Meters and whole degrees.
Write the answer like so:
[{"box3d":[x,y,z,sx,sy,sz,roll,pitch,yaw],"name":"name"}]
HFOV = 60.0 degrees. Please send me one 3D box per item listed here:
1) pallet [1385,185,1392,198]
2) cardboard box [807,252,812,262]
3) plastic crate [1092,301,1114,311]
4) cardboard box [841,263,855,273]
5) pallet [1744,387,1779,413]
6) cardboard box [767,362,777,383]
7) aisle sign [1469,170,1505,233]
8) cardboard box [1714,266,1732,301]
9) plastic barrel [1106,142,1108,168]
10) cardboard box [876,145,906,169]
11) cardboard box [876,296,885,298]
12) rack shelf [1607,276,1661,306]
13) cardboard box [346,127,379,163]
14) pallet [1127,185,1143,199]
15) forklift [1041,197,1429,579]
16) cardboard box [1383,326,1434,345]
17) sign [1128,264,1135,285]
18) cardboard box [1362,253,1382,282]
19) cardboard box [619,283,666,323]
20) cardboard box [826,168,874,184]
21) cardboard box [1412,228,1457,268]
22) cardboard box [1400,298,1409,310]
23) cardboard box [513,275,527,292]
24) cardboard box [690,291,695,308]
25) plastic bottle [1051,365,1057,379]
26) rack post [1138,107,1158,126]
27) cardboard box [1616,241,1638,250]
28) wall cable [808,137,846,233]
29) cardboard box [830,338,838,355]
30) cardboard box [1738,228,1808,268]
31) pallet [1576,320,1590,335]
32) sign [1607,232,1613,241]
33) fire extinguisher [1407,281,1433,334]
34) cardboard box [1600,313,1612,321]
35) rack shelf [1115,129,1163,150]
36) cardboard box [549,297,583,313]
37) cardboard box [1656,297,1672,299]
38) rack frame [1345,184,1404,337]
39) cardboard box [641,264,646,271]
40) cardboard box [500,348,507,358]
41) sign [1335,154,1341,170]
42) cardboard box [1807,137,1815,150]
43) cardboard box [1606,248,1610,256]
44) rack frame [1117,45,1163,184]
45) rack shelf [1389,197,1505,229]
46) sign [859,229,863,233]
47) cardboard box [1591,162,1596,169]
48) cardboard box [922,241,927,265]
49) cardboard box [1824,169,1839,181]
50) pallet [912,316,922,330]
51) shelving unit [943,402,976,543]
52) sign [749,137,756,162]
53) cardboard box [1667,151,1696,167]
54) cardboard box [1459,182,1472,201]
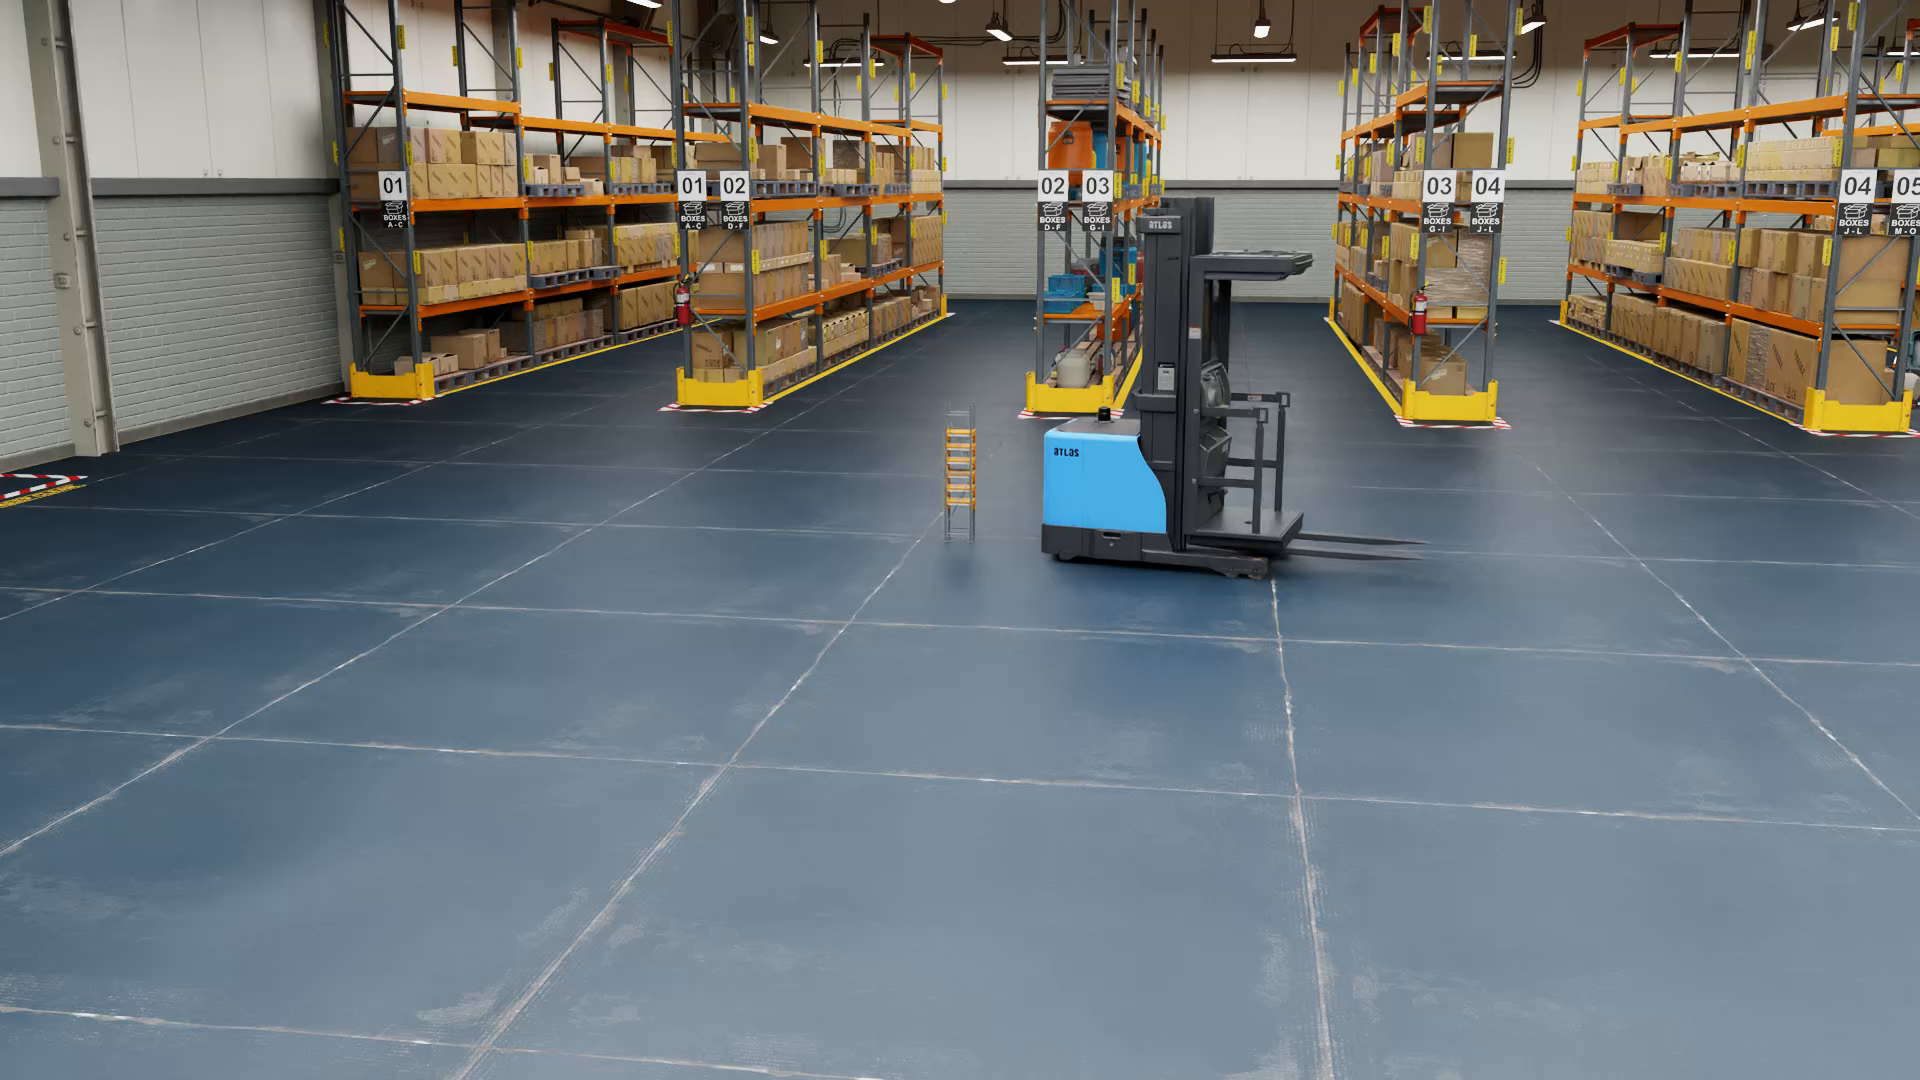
[{"box3d":[7.243,-5.389,25.707,1.213,0.211,1.003,2,12,9],"name":"pallet"},{"box3d":[-2.575,-4.514,26.542,0.380,0.149,0.250,2,12,9],"name":"cardboard box"},{"box3d":[1.989,-3.265,23.148,0.298,0.136,0.250,2,12,9],"name":"plastic crate"},{"box3d":[-2.229,-4.926,30.444,0.500,0.311,0.500,3,12,12],"name":"cardboard box"},{"box3d":[11.549,-1.934,22.969,1.003,0.211,1.213,2,12,9],"name":"pallet"},{"box3d":[-2.985,-2.449,24.266,0.500,0.250,0.500,2,12,9],"name":"cardboard box"},{"box3d":[6.715,-4.305,21.180,0.394,0.787,0.004,2,12,9],"name":"aisle sign"},{"box3d":[11.744,-3.874,25.113,0.500,0.500,0.500,2,12,8],"name":"cardboard box"},{"box3d":[2.113,-6.011,26.954,0.600,0.901,0.600,0,12,0],"name":"plastic barrel"},{"box3d":[-1.477,-7.983,34.687,0.700,0.500,0.500,2,12,9],"name":"cardboard box"},{"box3d":[-1.830,-4.777,34.430,0.500,0.500,0.500,1,12,6],"name":"cardboard box"},{"box3d":[12.851,-4.605,30.451,1.077,0.370,4.000,2,12,9],"name":"rack shelf"},{"box3d":[-8.447,-5.651,23.815,0.500,0.500,0.500,2,12,11],"name":"cardboard box"},{"box3d":[2.134,-5.271,25.160,1.213,0.211,1.003,2,12,9],"name":"pallet"},{"box3d":[2.243,-1.249,13.334,3.031,2.935,1.130,5,13,20],"name":"forklift"},{"box3d":[7.336,-3.225,27.228,0.700,0.500,0.500,1,12,4],"name":"cardboard box"},{"box3d":[2.691,-4.166,26.045,0.100,0.325,0.005,2,12,9],"name":"sign"},{"box3d":[7.489,-4.882,29.790,0.500,0.500,0.500,2,12,10],"name":"cardboard box"},{"box3d":[-6.515,-4.866,34.060,0.750,0.750,0.750,2,12,10],"name":"cardboard box"},{"box3d":[-2.096,-6.651,30.879,0.910,0.500,0.500,2,12,9],"name":"cardboard box"},{"box3d":[6.268,-3.863,21.980,0.500,0.500,0.500,2,12,9],"name":"cardboard box"},{"box3d":[6.395,-3.316,23.357,0.380,0.149,0.250,2,12,9],"name":"cardboard box"},{"box3d":[-7.414,-4.199,27.168,0.500,0.250,0.500,2,12,9],"name":"cardboard box"},{"box3d":[-6.194,-5.172,36.310,0.700,0.500,0.500,2,12,9],"name":"cardboard box"},{"box3d":[1.383,-2.461,24.392,0.097,0.201,0.097,0,12,0],"name":"plastic bottle"},{"box3d":[3.194,-7.978,31.341,0.937,0.300,0.954,3,13,15],"name":"rack post"},{"box3d":[12.524,-5.516,31.157,0.380,0.149,0.250,2,12,8],"name":"cardboard box"},{"box3d":[-4.572,-9.450,44.353,3.097,2.526,0.112,2,12,9],"name":"wall cable"},{"box3d":[-2.358,-3.255,28.007,0.500,0.250,0.500,2,12,10],"name":"cardboard box"},{"box3d":[11.838,-4.234,24.099,0.875,0.550,0.550,2,12,9],"name":"cardboard box"},{"box3d":[13.412,-4.406,34.437,1.003,0.211,1.213,2,12,9],"name":"pallet"},{"box3d":[12.621,-5.813,32.290,0.100,0.325,0.005,2,12,9],"name":"sign"},{"box3d":[5.955,-3.010,21.526,0.296,0.674,0.183,2,12,9],"name":"fire extinguisher"},{"box3d":[12.893,-4.406,32.884,0.380,0.149,0.250,2,12,10],"name":"cardboard box"},{"box3d":[3.687,-8.517,35.313,1.077,0.370,4.000,2,12,9],"name":"rack shelf"},{"box3d":[-7.234,-4.295,30.414,0.500,0.250,0.500,2,12,10],"name":"cardboard box"},{"box3d":[13.134,-4.343,30.682,0.500,0.250,0.500,1,12,6],"name":"cardboard box"},{"box3d":[8.273,-5.555,33.150,1.000,3.000,0.127,2,12,9],"name":"rack frame"},{"box3d":[-6.520,-5.472,33.312,0.380,0.149,0.250,2,12,9],"name":"cardboard box"},{"box3d":[-7.693,-3.089,27.388,0.380,0.166,0.250,0,12,1],"name":"cardboard box"},{"box3d":[8.341,-8.339,36.687,0.100,0.325,0.005,2,12,9],"name":"sign"},{"box3d":[11.147,-5.103,21.403,0.380,0.149,0.250,2,12,10],"name":"cardboard box"},{"box3d":[12.644,-5.534,31.946,0.380,0.149,0.250,2,12,10],"name":"cardboard box"},{"box3d":[3.994,-9.481,37.127,1.000,3.000,0.127,2,12,9],"name":"rack frame"},{"box3d":[6.735,-4.588,23.251,1.077,0.370,4.000,2,12,9],"name":"rack shelf"},{"box3d":[-2.052,-6.316,34.626,0.100,0.325,0.005,2,12,9],"name":"sign"},{"box3d":[13.220,-7.712,34.262,0.380,0.149,0.250,2,12,10],"name":"cardboard box"},{"box3d":[-1.012,-6.234,36.062,0.500,0.500,0.500,2,12,8],"name":"cardboard box"},{"box3d":[11.029,-4.553,20.744,0.380,0.149,0.250,2,12,9],"name":"cardboard box"},{"box3d":[-1.408,-4.657,35.600,1.003,0.211,1.213,2,12,9],"name":"pallet"},{"box3d":[-0.002,-0.584,14.353,0.258,1.200,0.189,2,12,9],"name":"shelving unit"},{"box3d":[-2.813,-5.292,22.546,0.100,0.325,0.005,2,12,9],"name":"sign"},{"box3d":[12.349,-6.523,28.466,0.396,0.266,0.258,2,12,9],"name":"cardboard box"},{"box3d":[6.757,-4.542,21.685,0.500,0.250,0.500,2,12,10],"name":"cardboard box"}]
